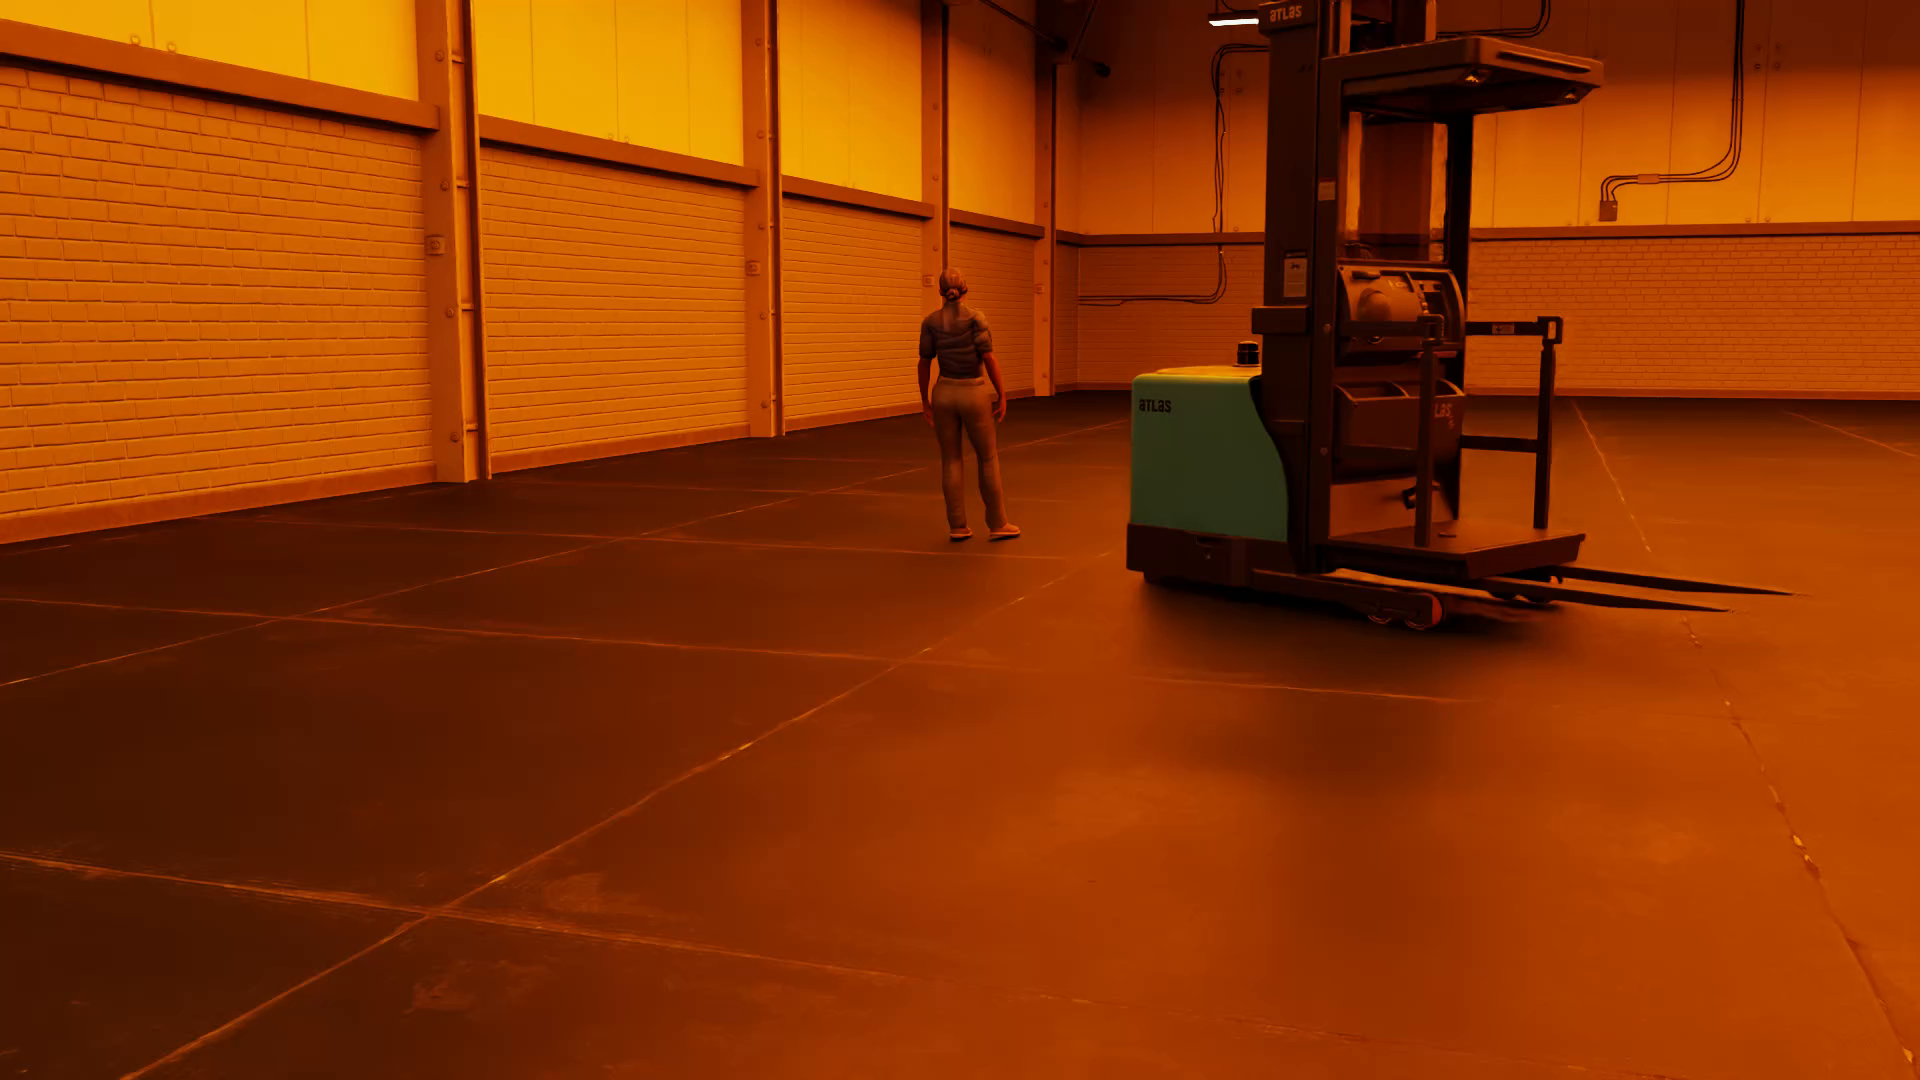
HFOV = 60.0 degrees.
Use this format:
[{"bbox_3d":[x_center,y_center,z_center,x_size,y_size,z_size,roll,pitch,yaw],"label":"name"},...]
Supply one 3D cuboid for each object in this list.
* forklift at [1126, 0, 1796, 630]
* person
[{"bbox_3d":[2.208,-1.134,7.621,1.130,2.935,3.031,-6,10,-41],"label":"forklift"},{"bbox_3d":[0.047,-0.837,10.243,0.570,1.656,0.503,3,8,19],"label":"person"}]
